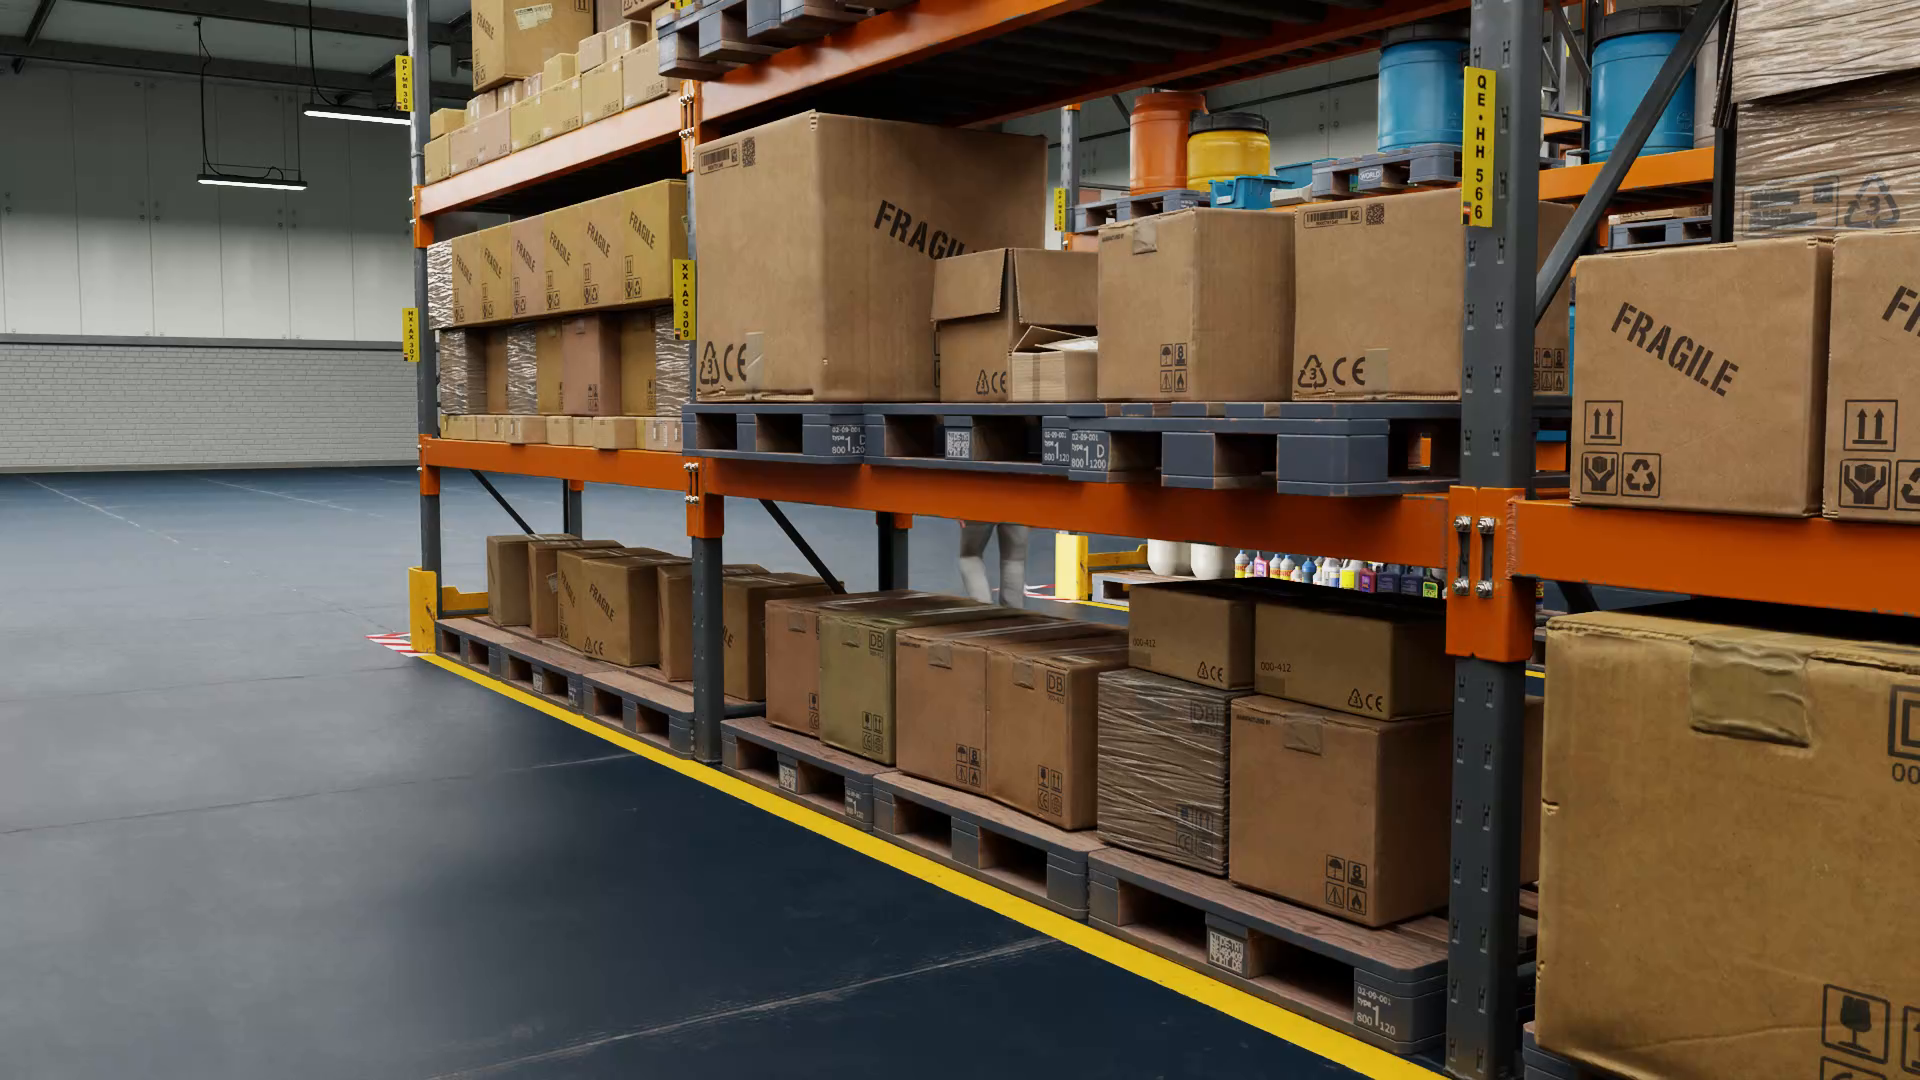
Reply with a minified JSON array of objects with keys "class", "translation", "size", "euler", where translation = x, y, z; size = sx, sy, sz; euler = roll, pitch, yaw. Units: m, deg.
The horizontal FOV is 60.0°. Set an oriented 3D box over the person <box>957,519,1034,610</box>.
[{"class":"person","translation":[0.238,-0.220,10.392],"size":[0.559,1.761,0.459],"euler":[0,5,-6]}]
